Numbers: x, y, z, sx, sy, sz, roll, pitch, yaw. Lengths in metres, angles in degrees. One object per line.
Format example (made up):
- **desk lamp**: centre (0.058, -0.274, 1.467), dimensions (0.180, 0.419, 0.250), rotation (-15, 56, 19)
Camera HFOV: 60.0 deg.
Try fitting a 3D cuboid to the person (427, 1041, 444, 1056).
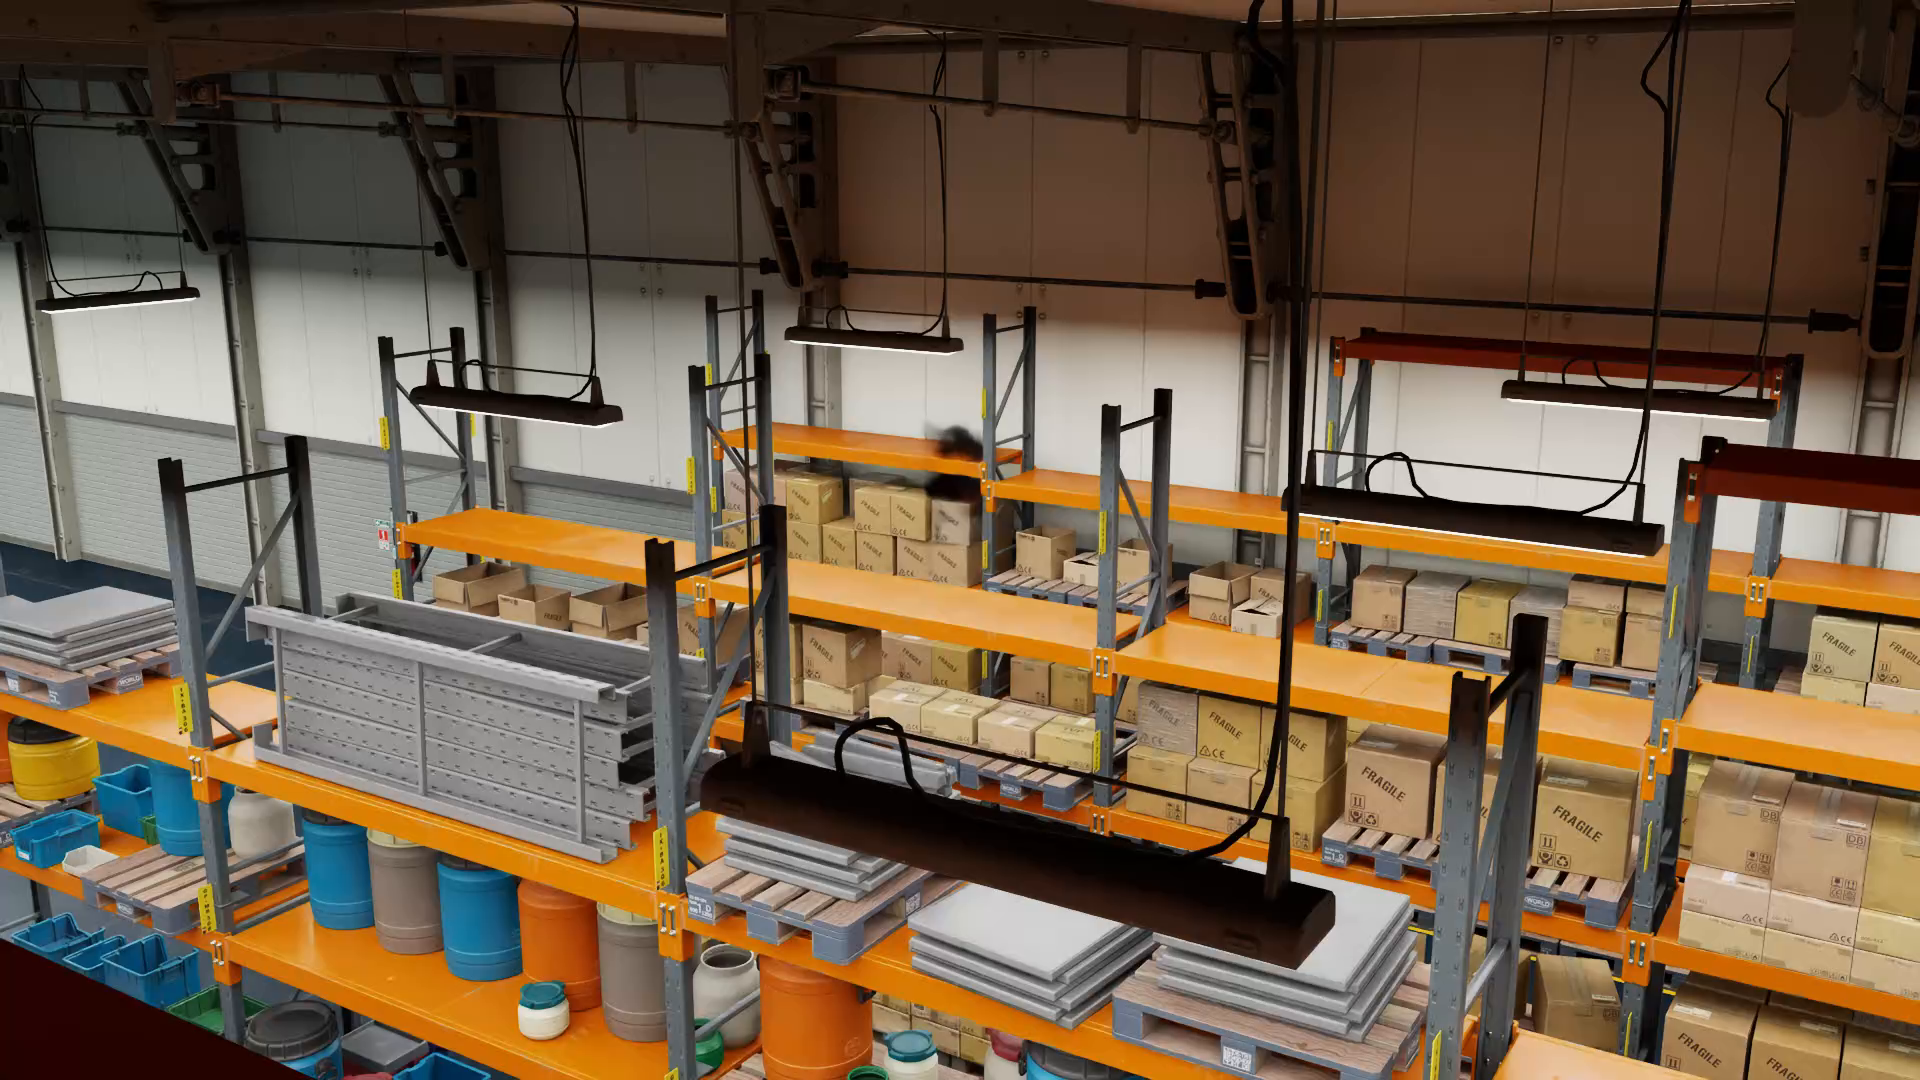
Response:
- **person**: centre (-4.320, 4.066, 13.549), dimensions (0.575, 1.596, 0.614), rotation (6, 15, 24)
